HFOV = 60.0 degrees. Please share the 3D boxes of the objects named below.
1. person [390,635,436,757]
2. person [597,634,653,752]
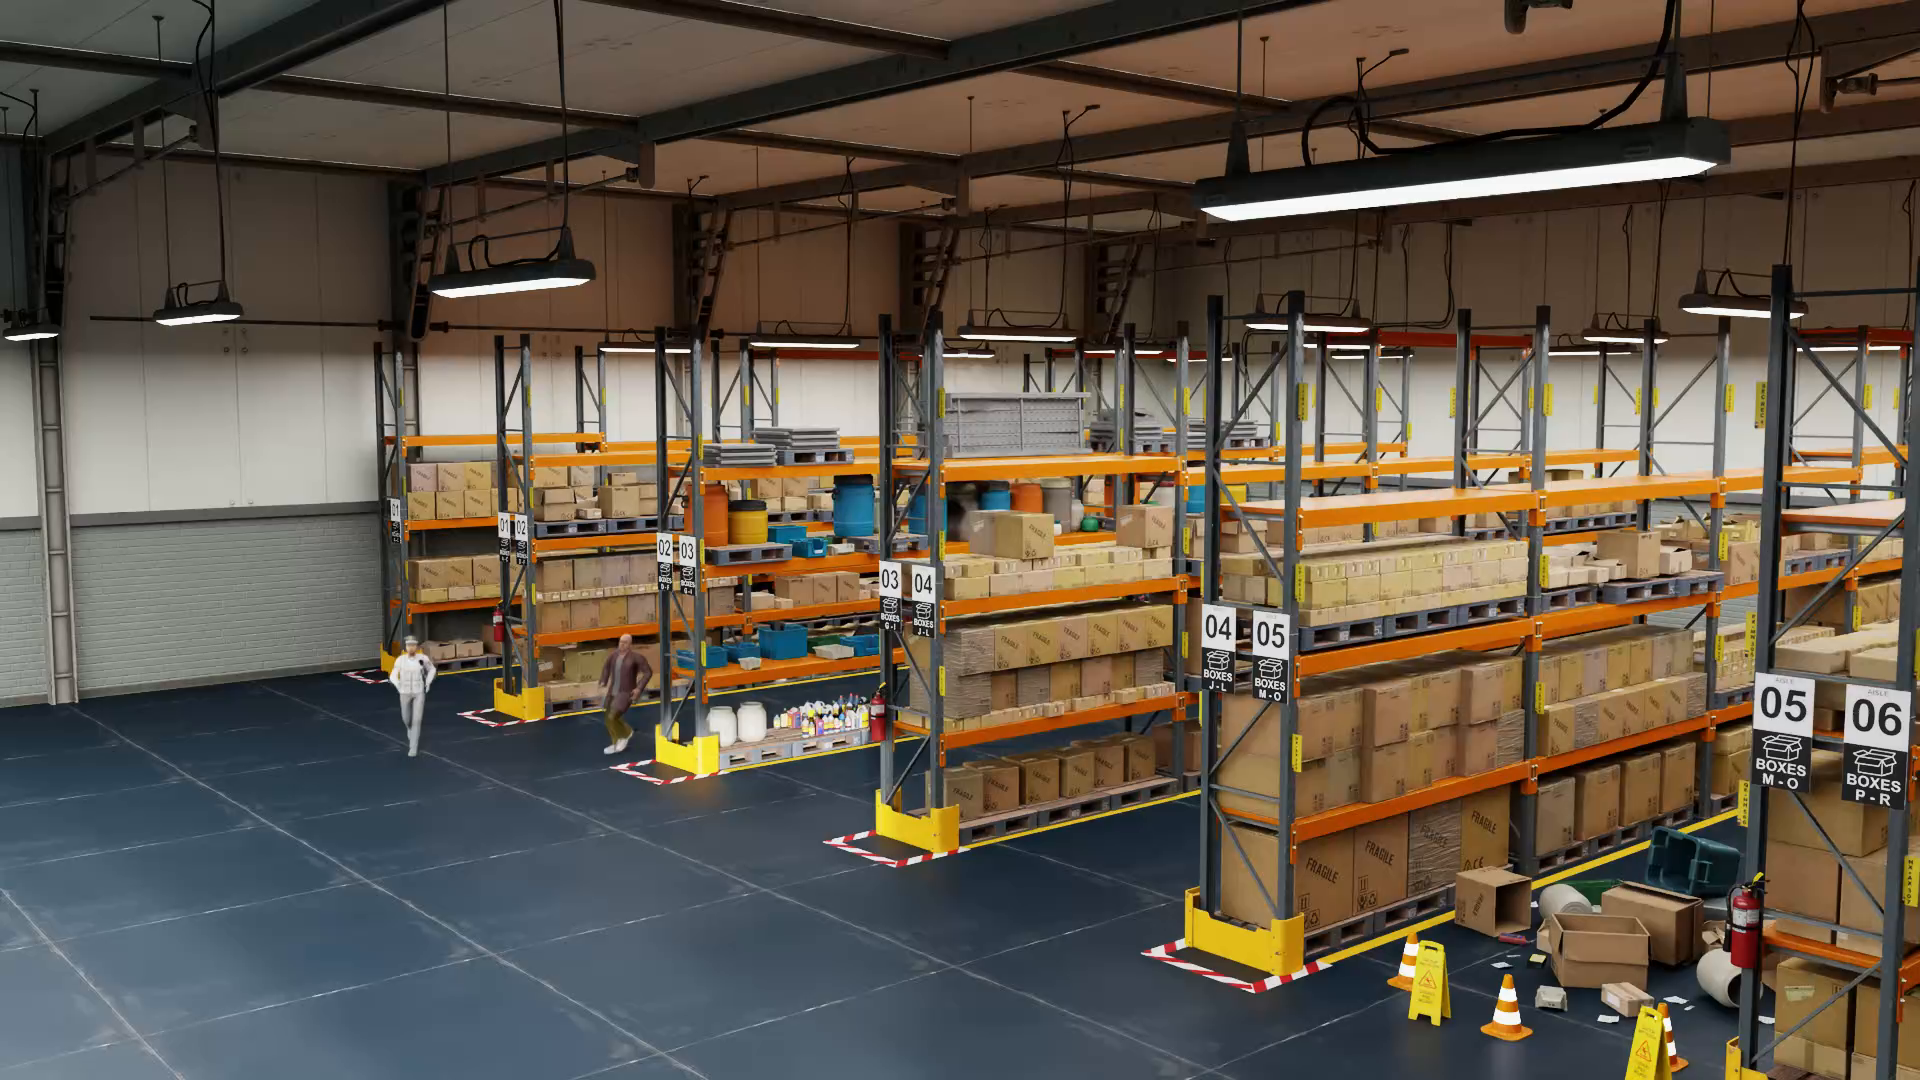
[{"bbox_3d":[-7.768,2.180,23.630,0.621,1.684,0.855,-1,5,-13],"label":"person"},{"bbox_3d":[-4.768,2.184,23.436,0.779,1.706,0.574,3,6,31],"label":"person"}]
